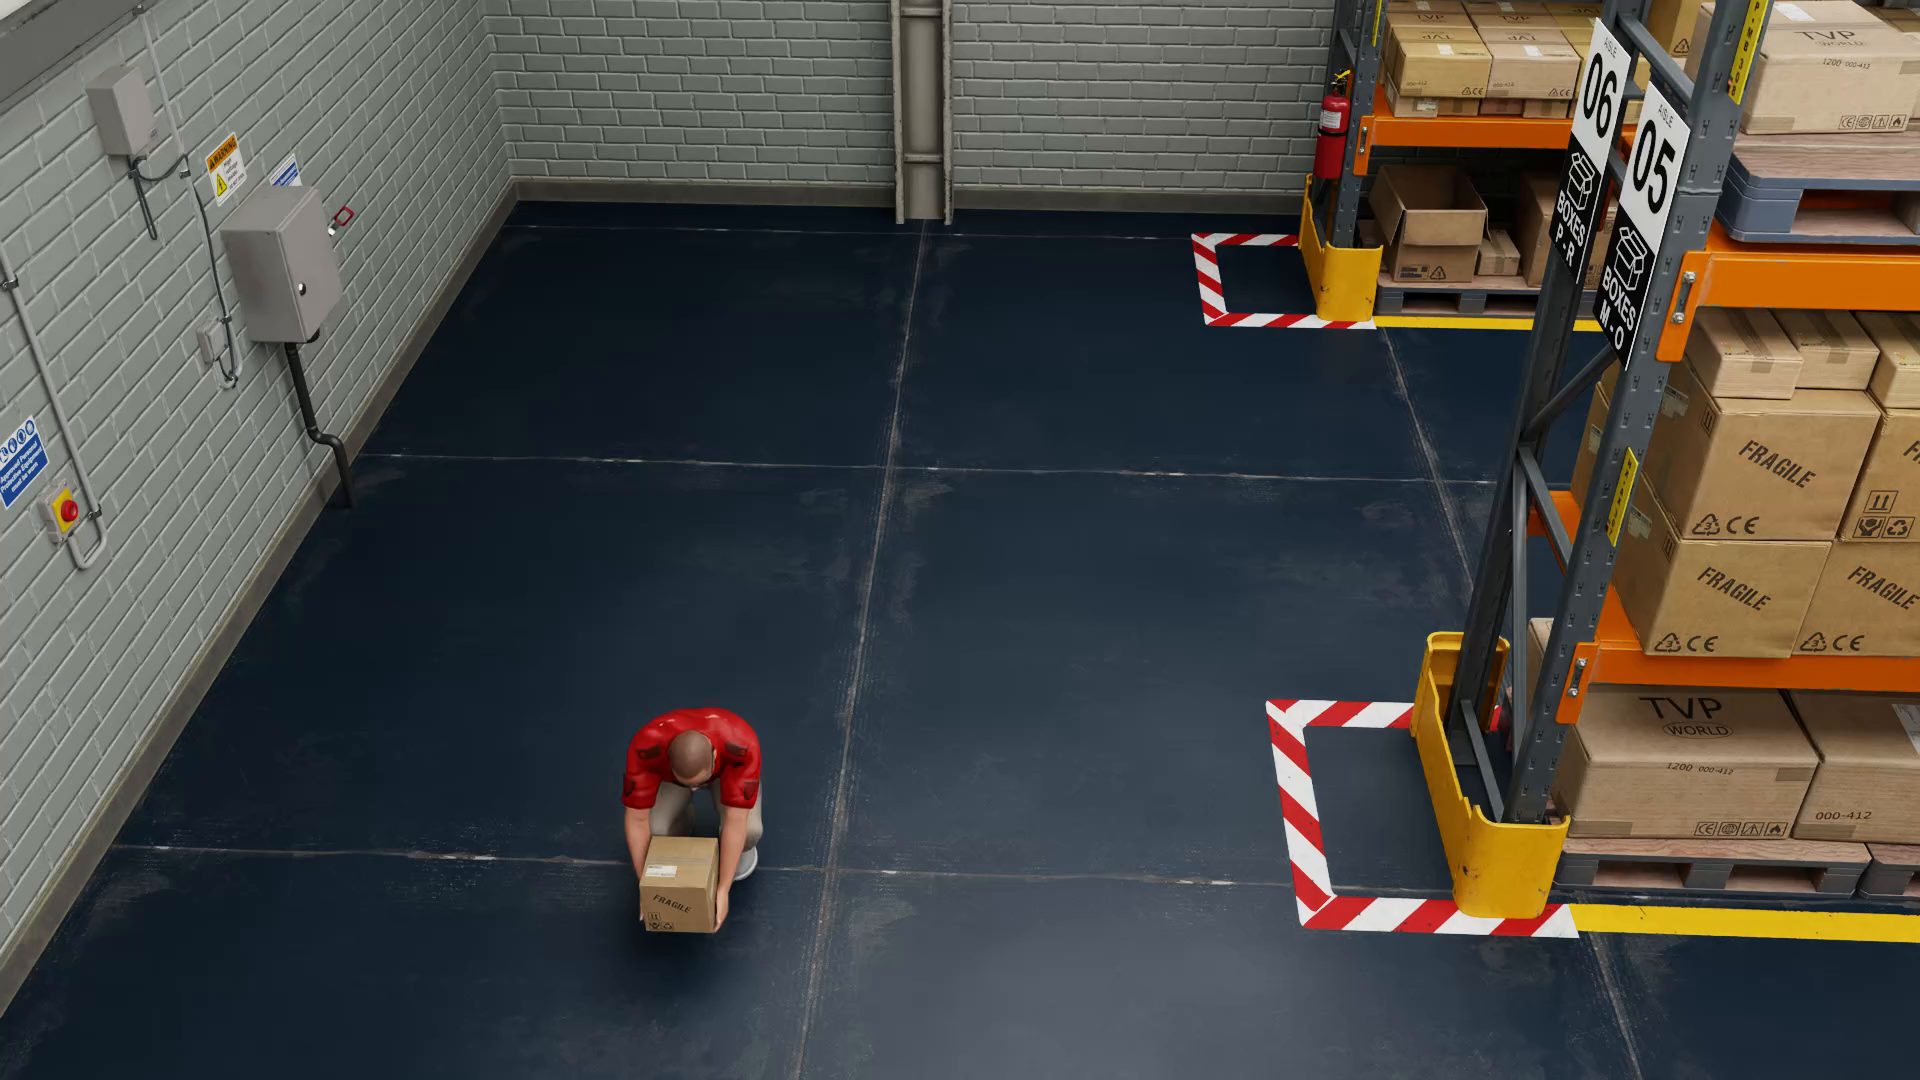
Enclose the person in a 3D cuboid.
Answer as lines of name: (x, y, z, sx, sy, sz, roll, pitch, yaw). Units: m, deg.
person: (-1.023, 0.986, 6.425, 0.542, 0.958, 0.839, 1, 35, 2)
